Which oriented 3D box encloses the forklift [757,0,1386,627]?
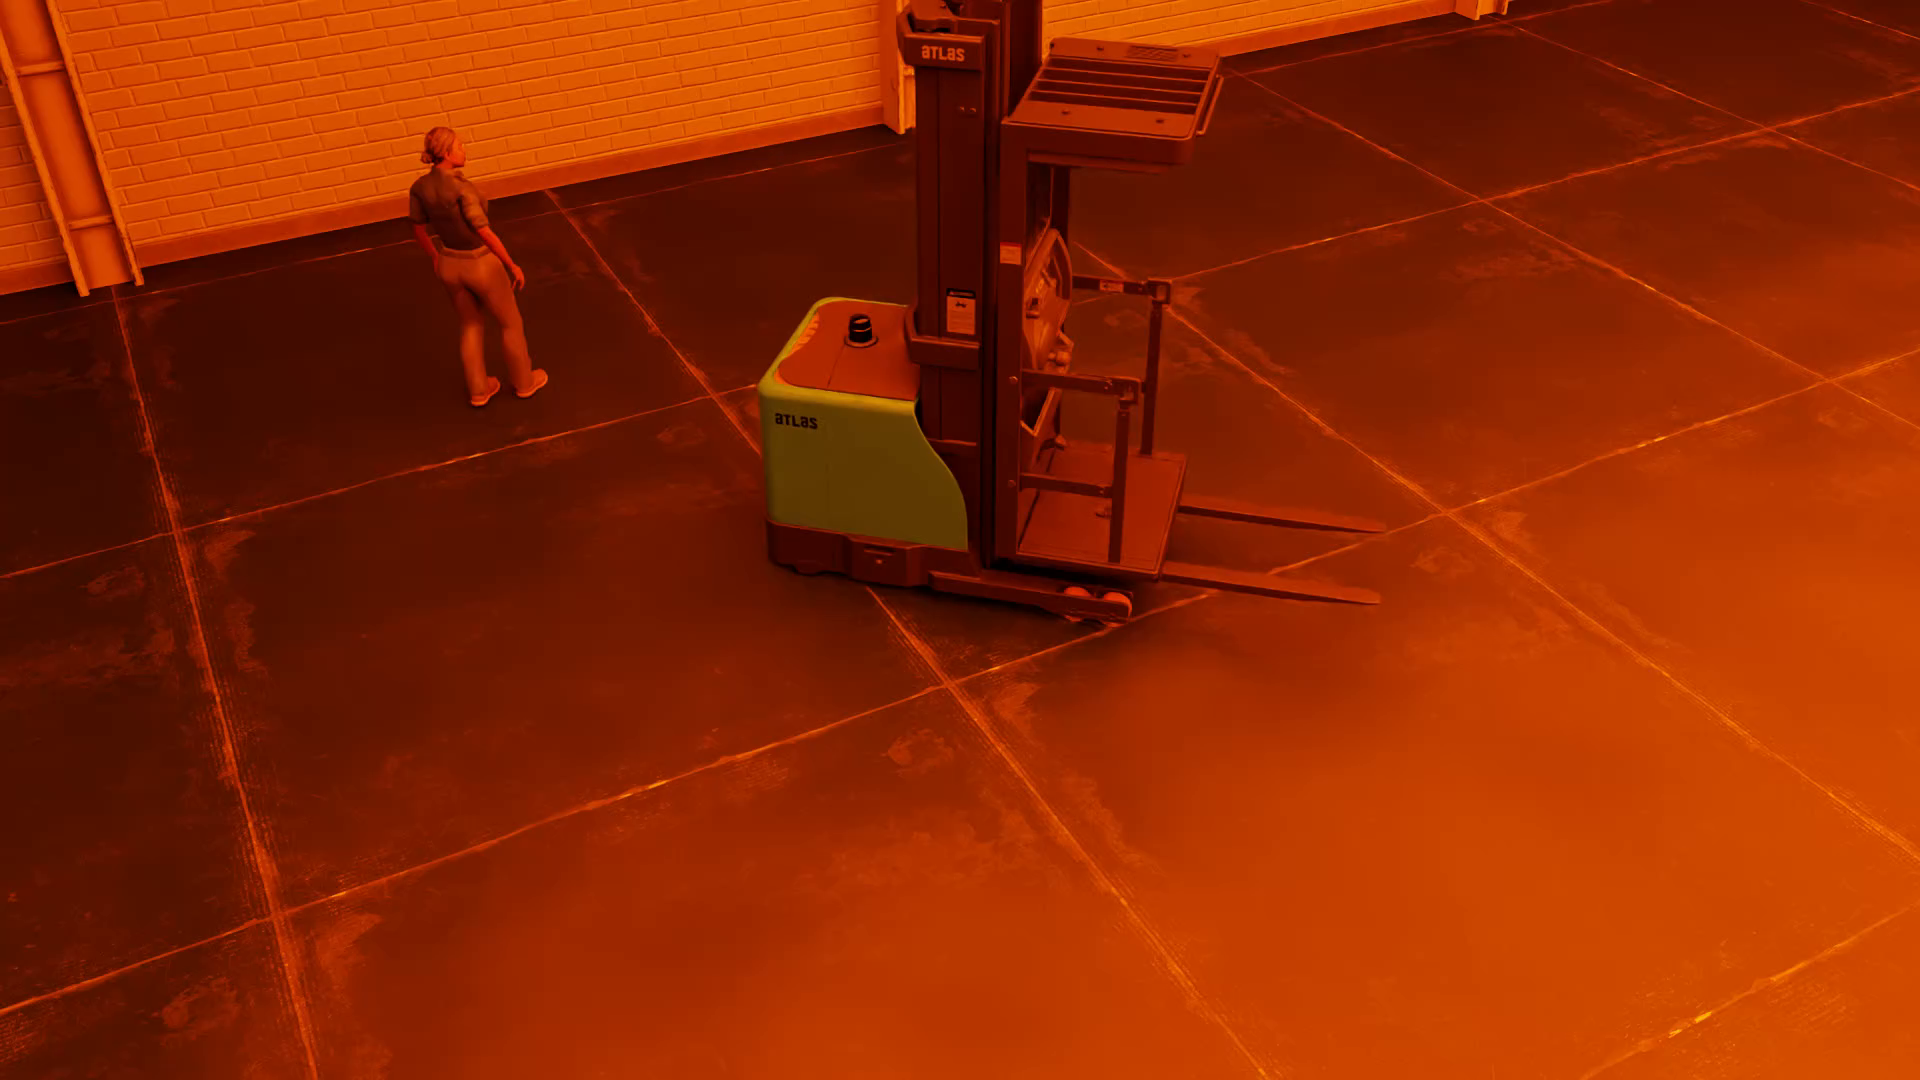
[{"bbox_3d":[0.595,-1.115,7.701,3.031,2.935,1.130,8,36,11],"label":"forklift"}]

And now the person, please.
[{"bbox_3d":[-2.730,-1.565,9.448,0.631,1.654,0.472,11,37,15],"label":"person"}]
